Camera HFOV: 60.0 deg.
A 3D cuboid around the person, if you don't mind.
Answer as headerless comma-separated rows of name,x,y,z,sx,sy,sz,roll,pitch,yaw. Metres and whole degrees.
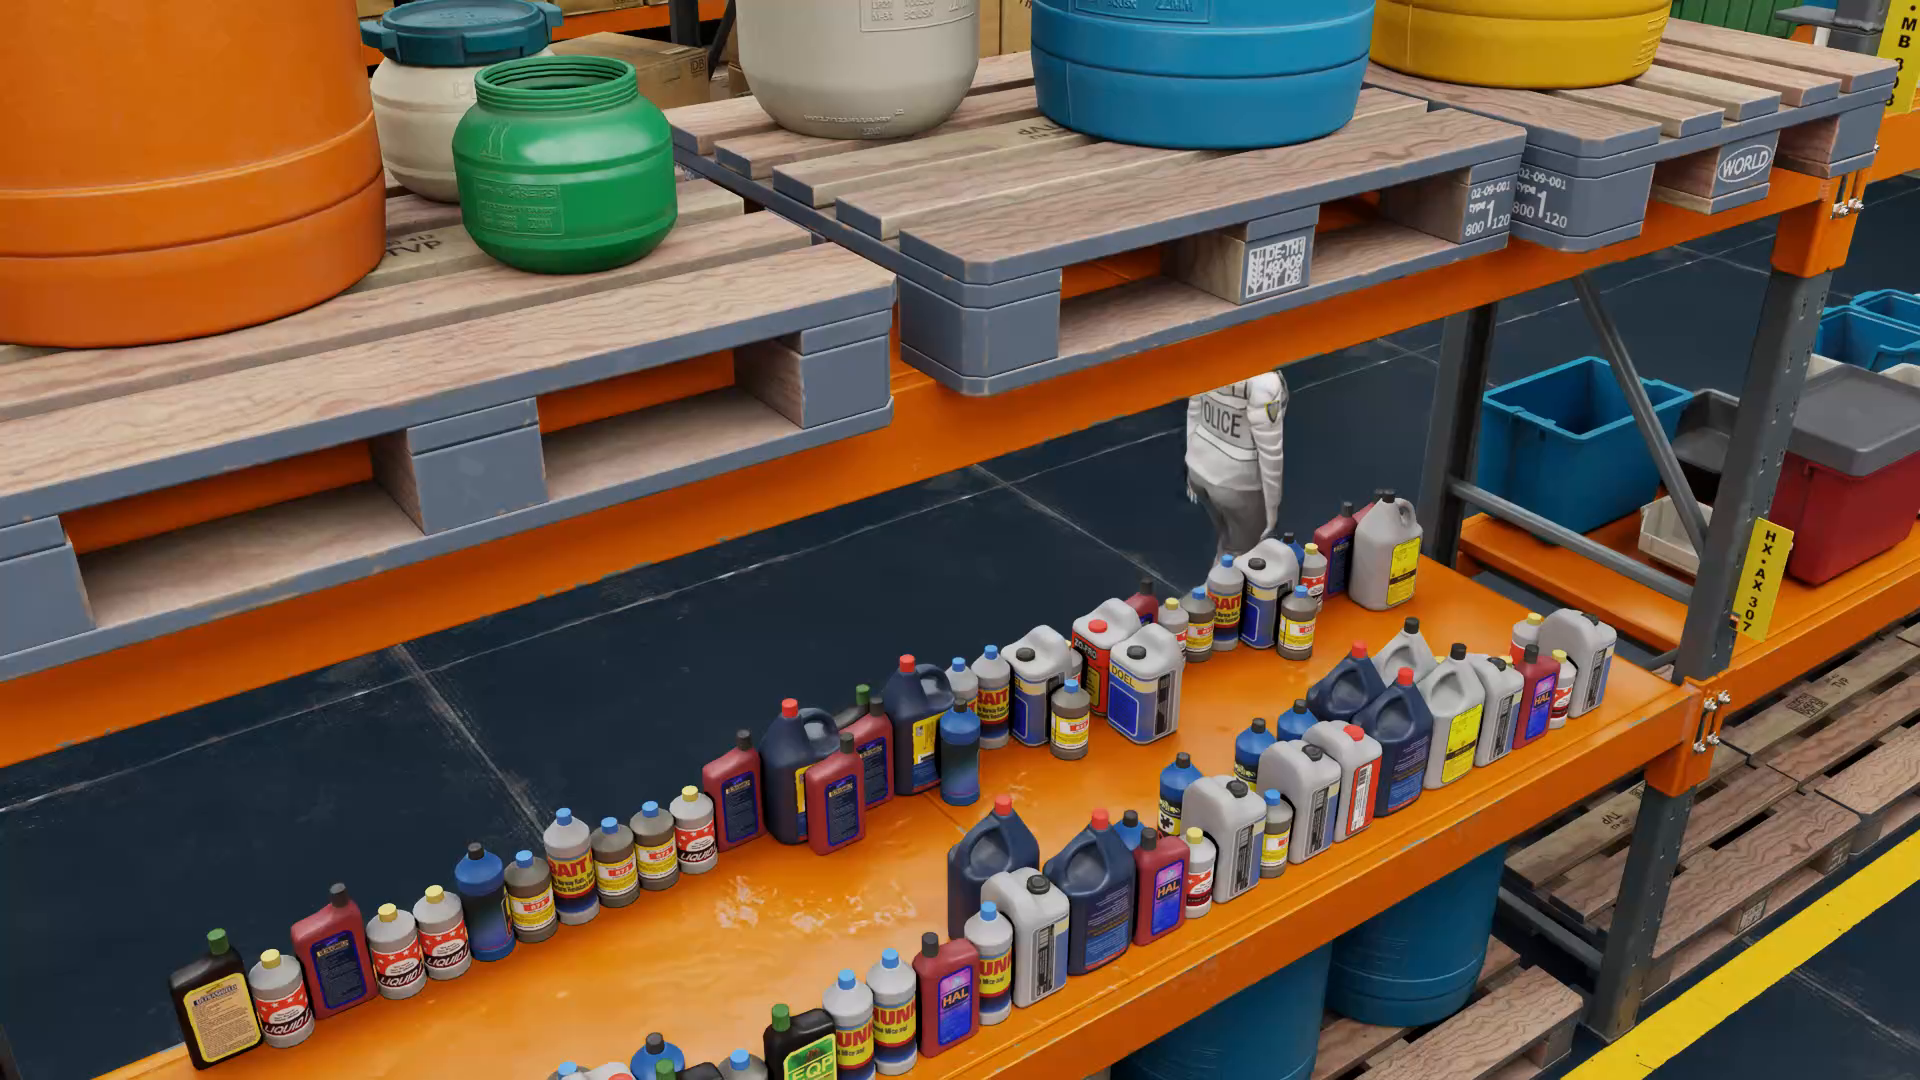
person,1.025,-0.216,6.475,0.675,1.637,0.513,-16,33,-27
